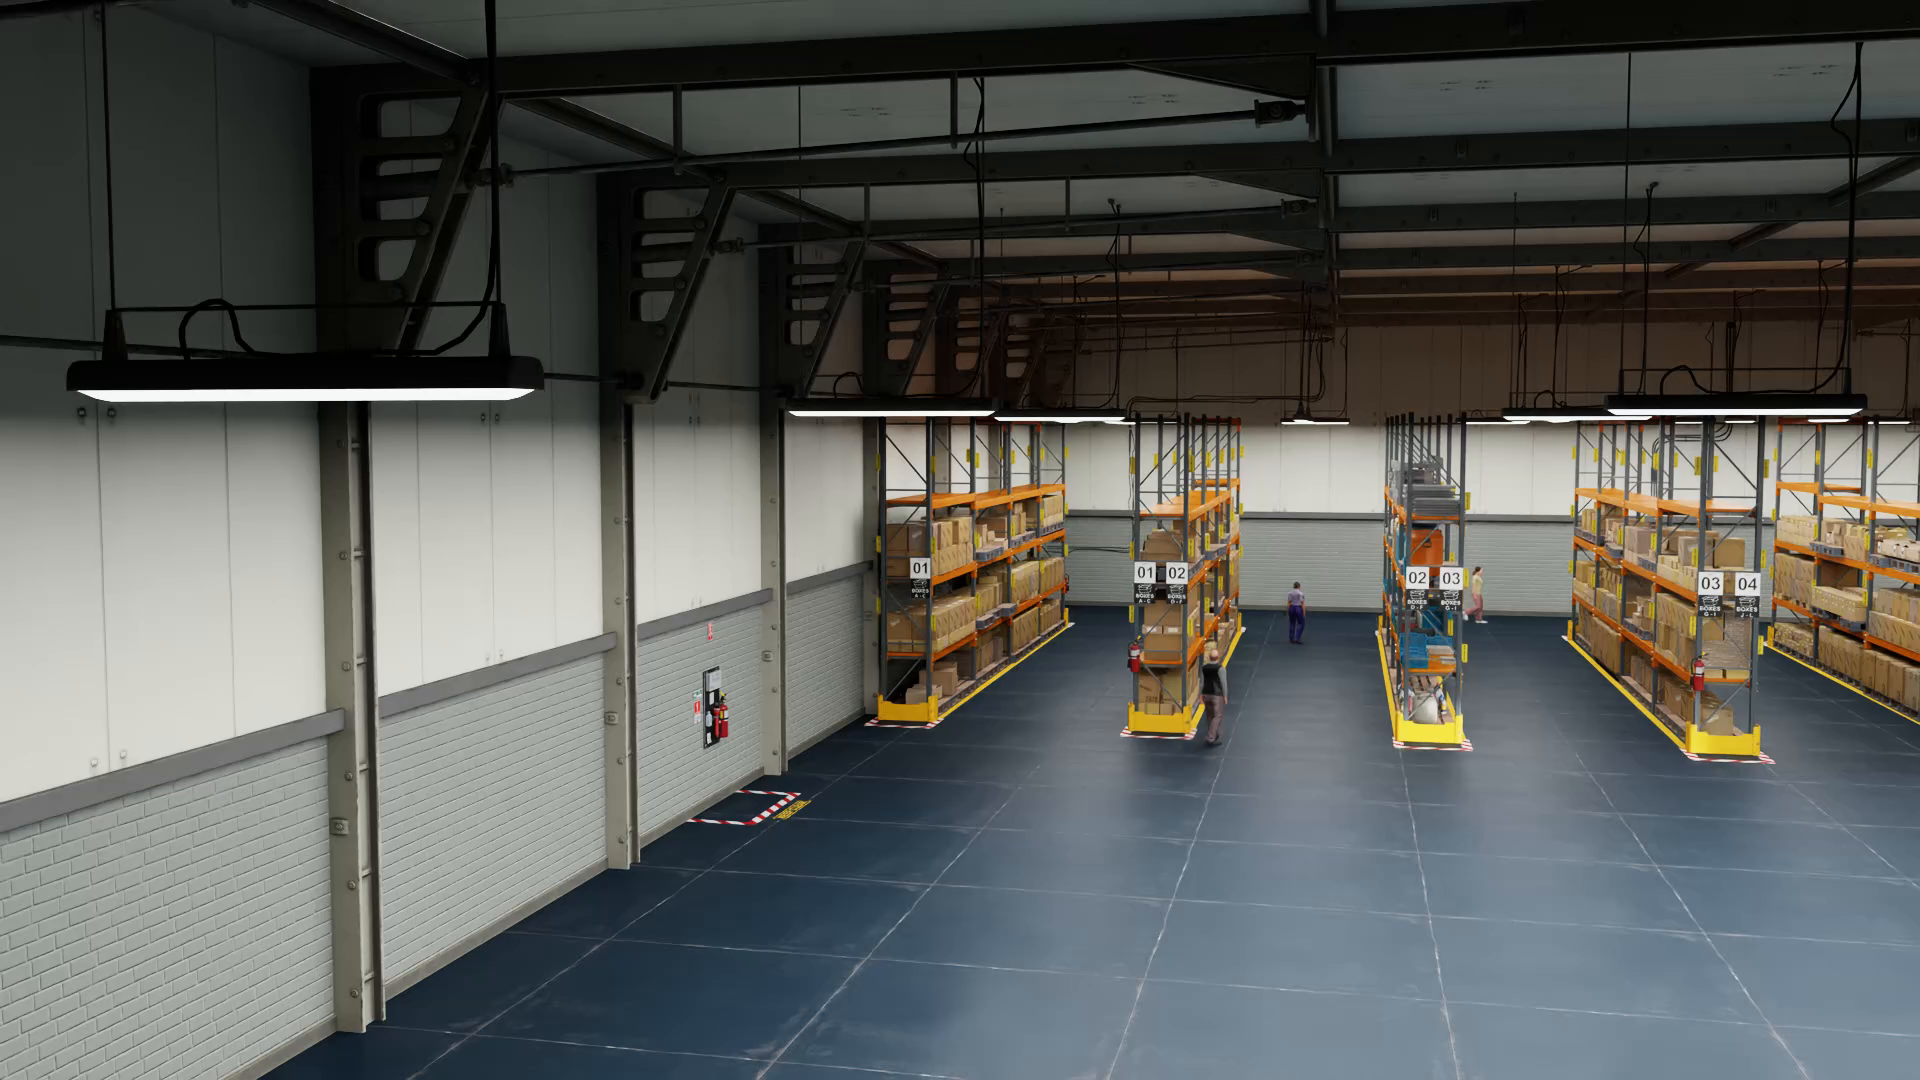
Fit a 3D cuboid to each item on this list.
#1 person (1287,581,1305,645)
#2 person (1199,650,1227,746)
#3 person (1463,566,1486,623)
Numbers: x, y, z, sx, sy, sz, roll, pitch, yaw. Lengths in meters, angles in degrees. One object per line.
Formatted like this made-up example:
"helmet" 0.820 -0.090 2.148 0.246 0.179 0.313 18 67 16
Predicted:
"person" 8.895 1.944 44.058 0.535 1.675 0.422 4 5 43
"person" 4.603 2.842 30.088 0.558 1.719 0.753 3 5 40
"person" 15.039 1.596 48.525 0.617 1.668 0.490 3 5 33
